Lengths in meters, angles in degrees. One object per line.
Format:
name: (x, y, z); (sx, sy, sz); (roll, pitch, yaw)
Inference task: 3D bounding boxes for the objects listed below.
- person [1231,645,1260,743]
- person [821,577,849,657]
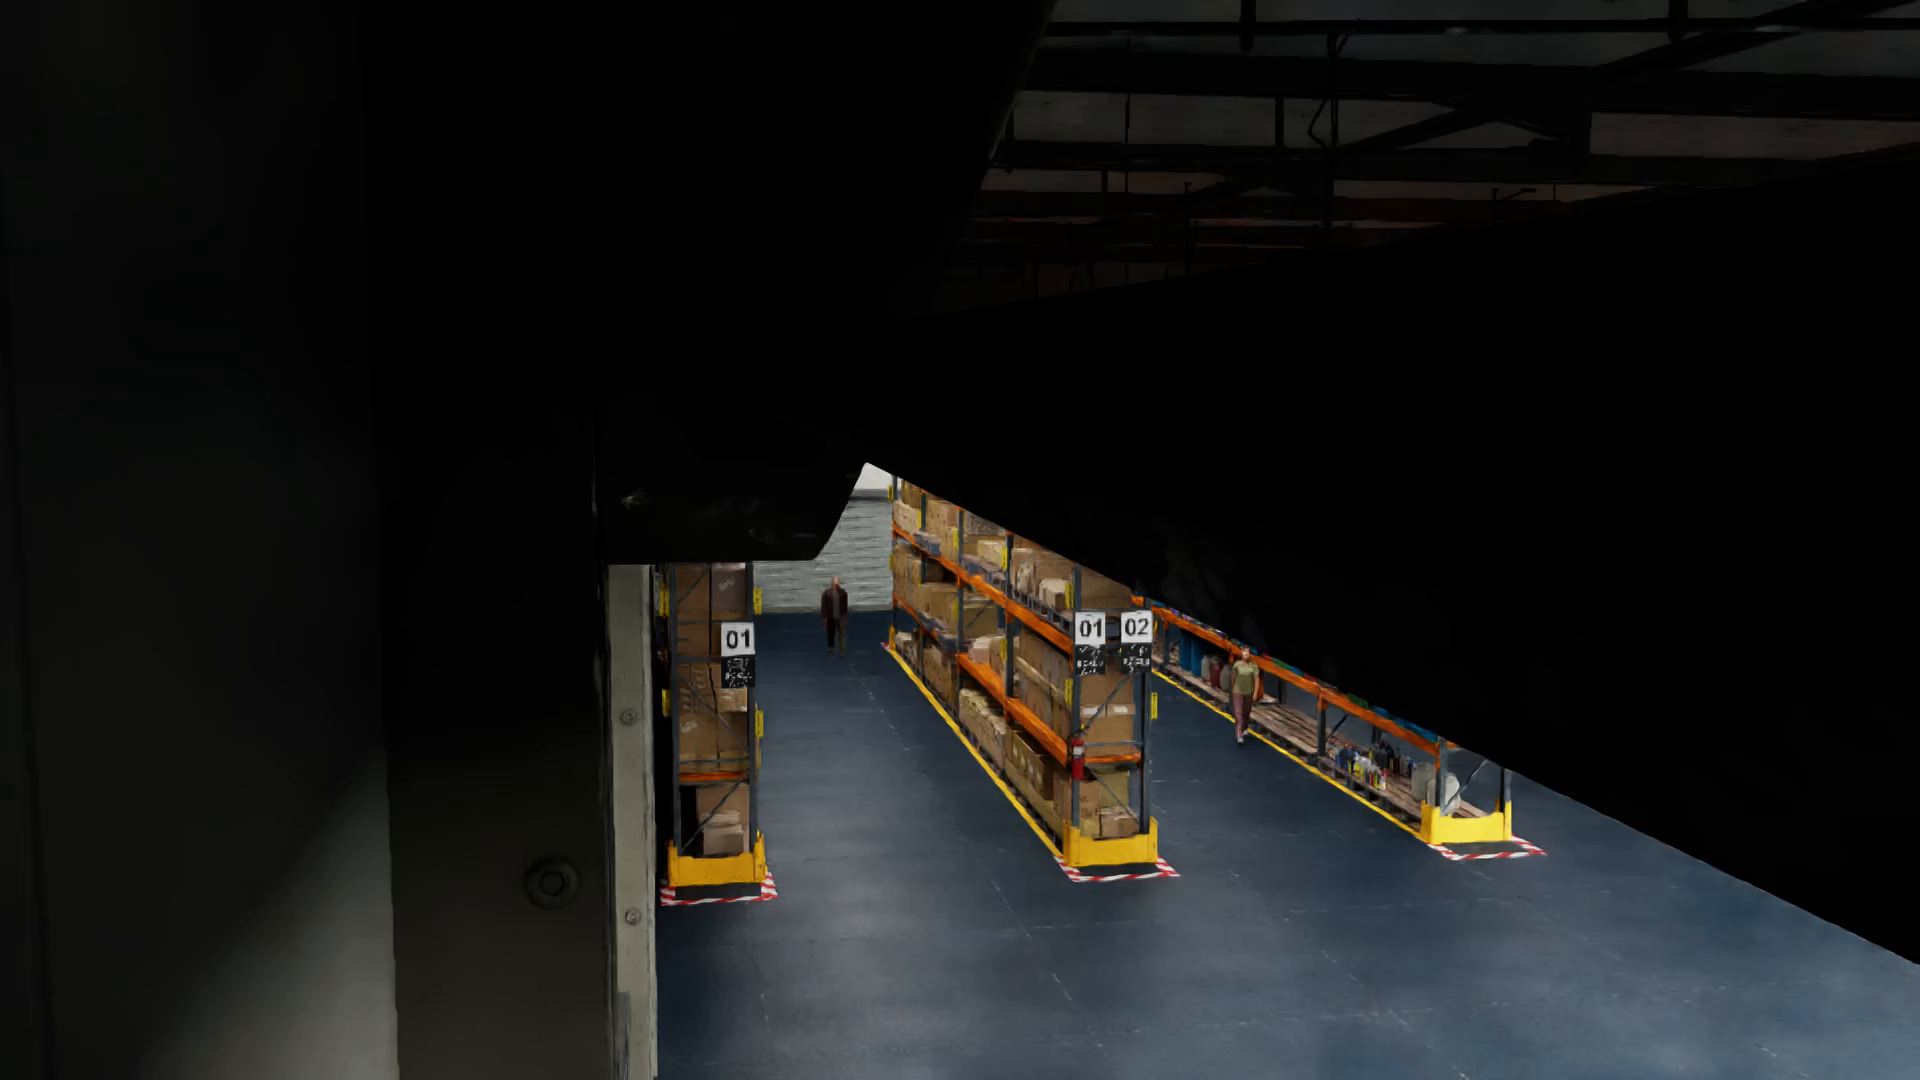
person: (4.749, 2.540, 27.657); (0.446, 1.589, 1.011); (0, 6, -1)
person: (-2.672, 1.622, 35.598); (0.598, 1.698, 1.193); (-1, 6, -8)
